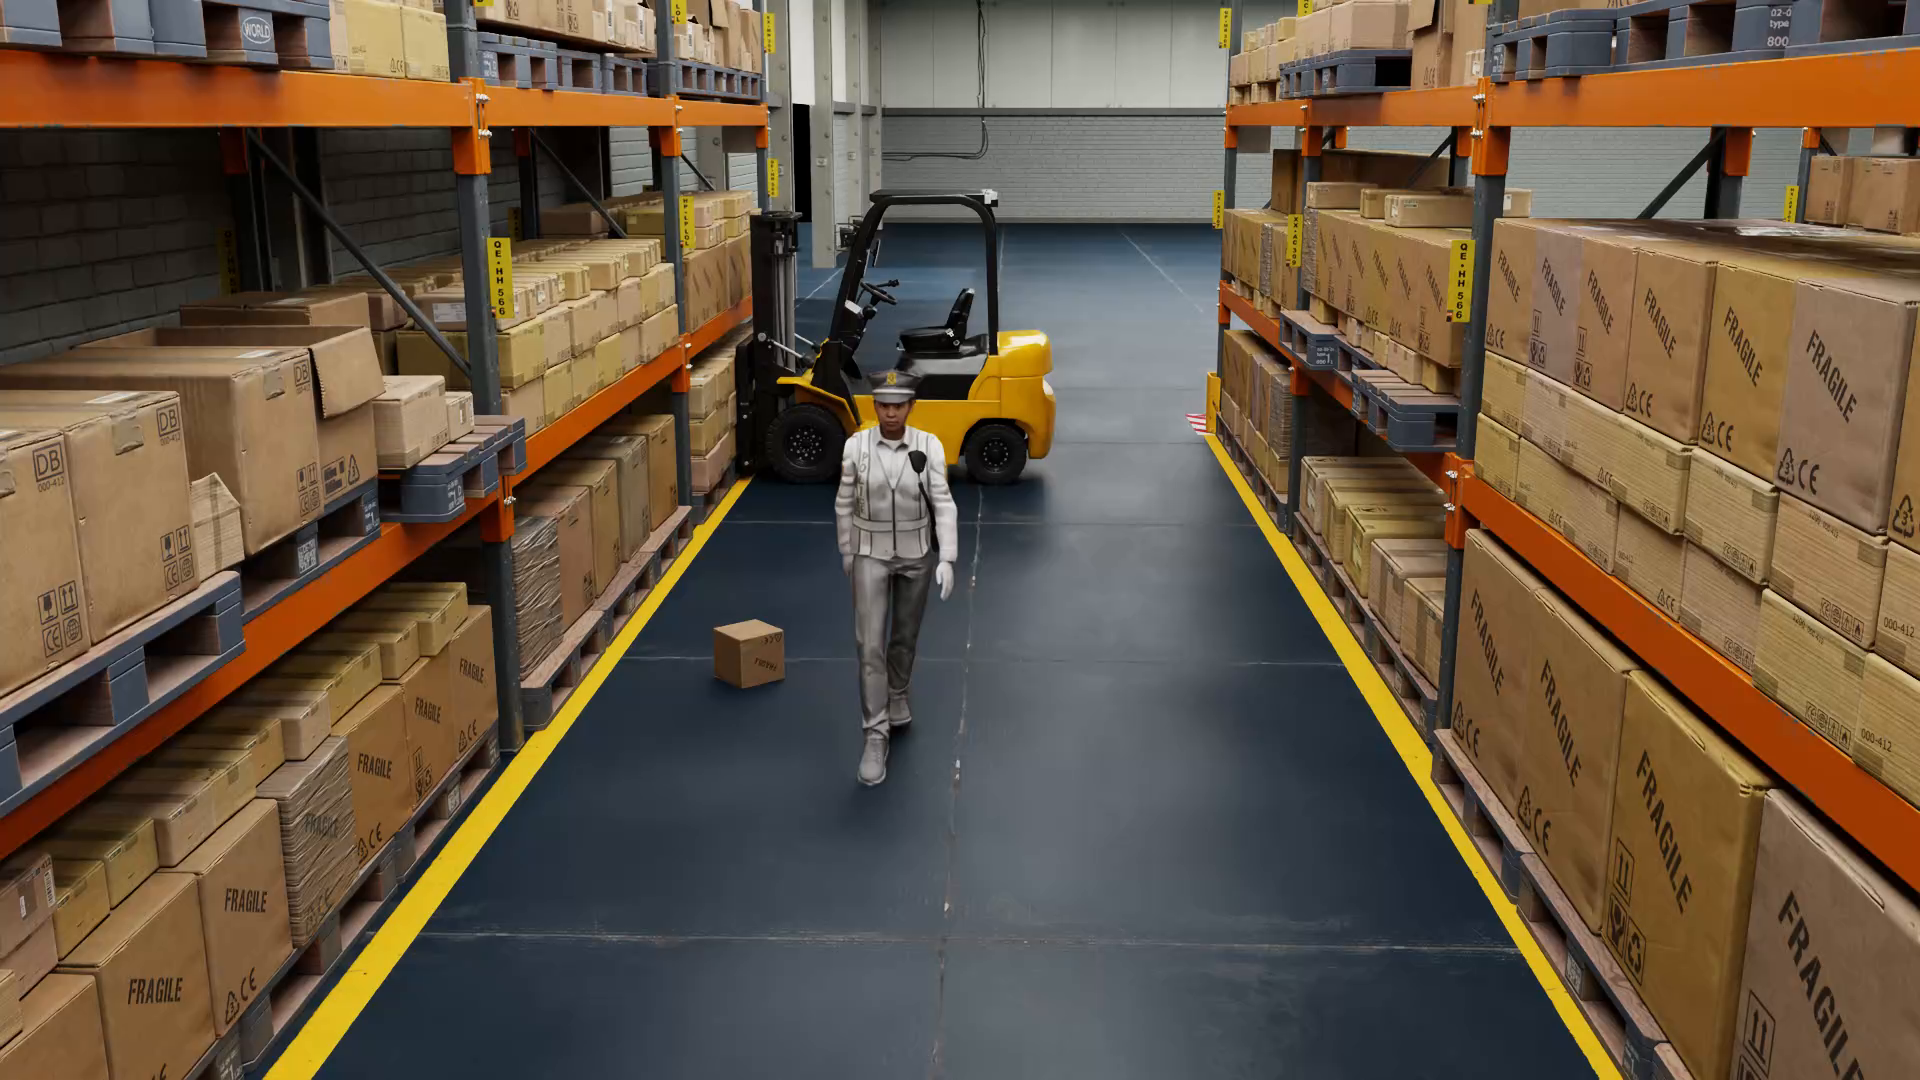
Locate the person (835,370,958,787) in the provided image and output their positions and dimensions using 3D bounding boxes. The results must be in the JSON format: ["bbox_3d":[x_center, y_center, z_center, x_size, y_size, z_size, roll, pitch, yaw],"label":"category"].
[{"bbox_3d":[-0.265,0.099,7.071,0.512,1.675,0.851,-2,14,-7],"label":"person"}]
